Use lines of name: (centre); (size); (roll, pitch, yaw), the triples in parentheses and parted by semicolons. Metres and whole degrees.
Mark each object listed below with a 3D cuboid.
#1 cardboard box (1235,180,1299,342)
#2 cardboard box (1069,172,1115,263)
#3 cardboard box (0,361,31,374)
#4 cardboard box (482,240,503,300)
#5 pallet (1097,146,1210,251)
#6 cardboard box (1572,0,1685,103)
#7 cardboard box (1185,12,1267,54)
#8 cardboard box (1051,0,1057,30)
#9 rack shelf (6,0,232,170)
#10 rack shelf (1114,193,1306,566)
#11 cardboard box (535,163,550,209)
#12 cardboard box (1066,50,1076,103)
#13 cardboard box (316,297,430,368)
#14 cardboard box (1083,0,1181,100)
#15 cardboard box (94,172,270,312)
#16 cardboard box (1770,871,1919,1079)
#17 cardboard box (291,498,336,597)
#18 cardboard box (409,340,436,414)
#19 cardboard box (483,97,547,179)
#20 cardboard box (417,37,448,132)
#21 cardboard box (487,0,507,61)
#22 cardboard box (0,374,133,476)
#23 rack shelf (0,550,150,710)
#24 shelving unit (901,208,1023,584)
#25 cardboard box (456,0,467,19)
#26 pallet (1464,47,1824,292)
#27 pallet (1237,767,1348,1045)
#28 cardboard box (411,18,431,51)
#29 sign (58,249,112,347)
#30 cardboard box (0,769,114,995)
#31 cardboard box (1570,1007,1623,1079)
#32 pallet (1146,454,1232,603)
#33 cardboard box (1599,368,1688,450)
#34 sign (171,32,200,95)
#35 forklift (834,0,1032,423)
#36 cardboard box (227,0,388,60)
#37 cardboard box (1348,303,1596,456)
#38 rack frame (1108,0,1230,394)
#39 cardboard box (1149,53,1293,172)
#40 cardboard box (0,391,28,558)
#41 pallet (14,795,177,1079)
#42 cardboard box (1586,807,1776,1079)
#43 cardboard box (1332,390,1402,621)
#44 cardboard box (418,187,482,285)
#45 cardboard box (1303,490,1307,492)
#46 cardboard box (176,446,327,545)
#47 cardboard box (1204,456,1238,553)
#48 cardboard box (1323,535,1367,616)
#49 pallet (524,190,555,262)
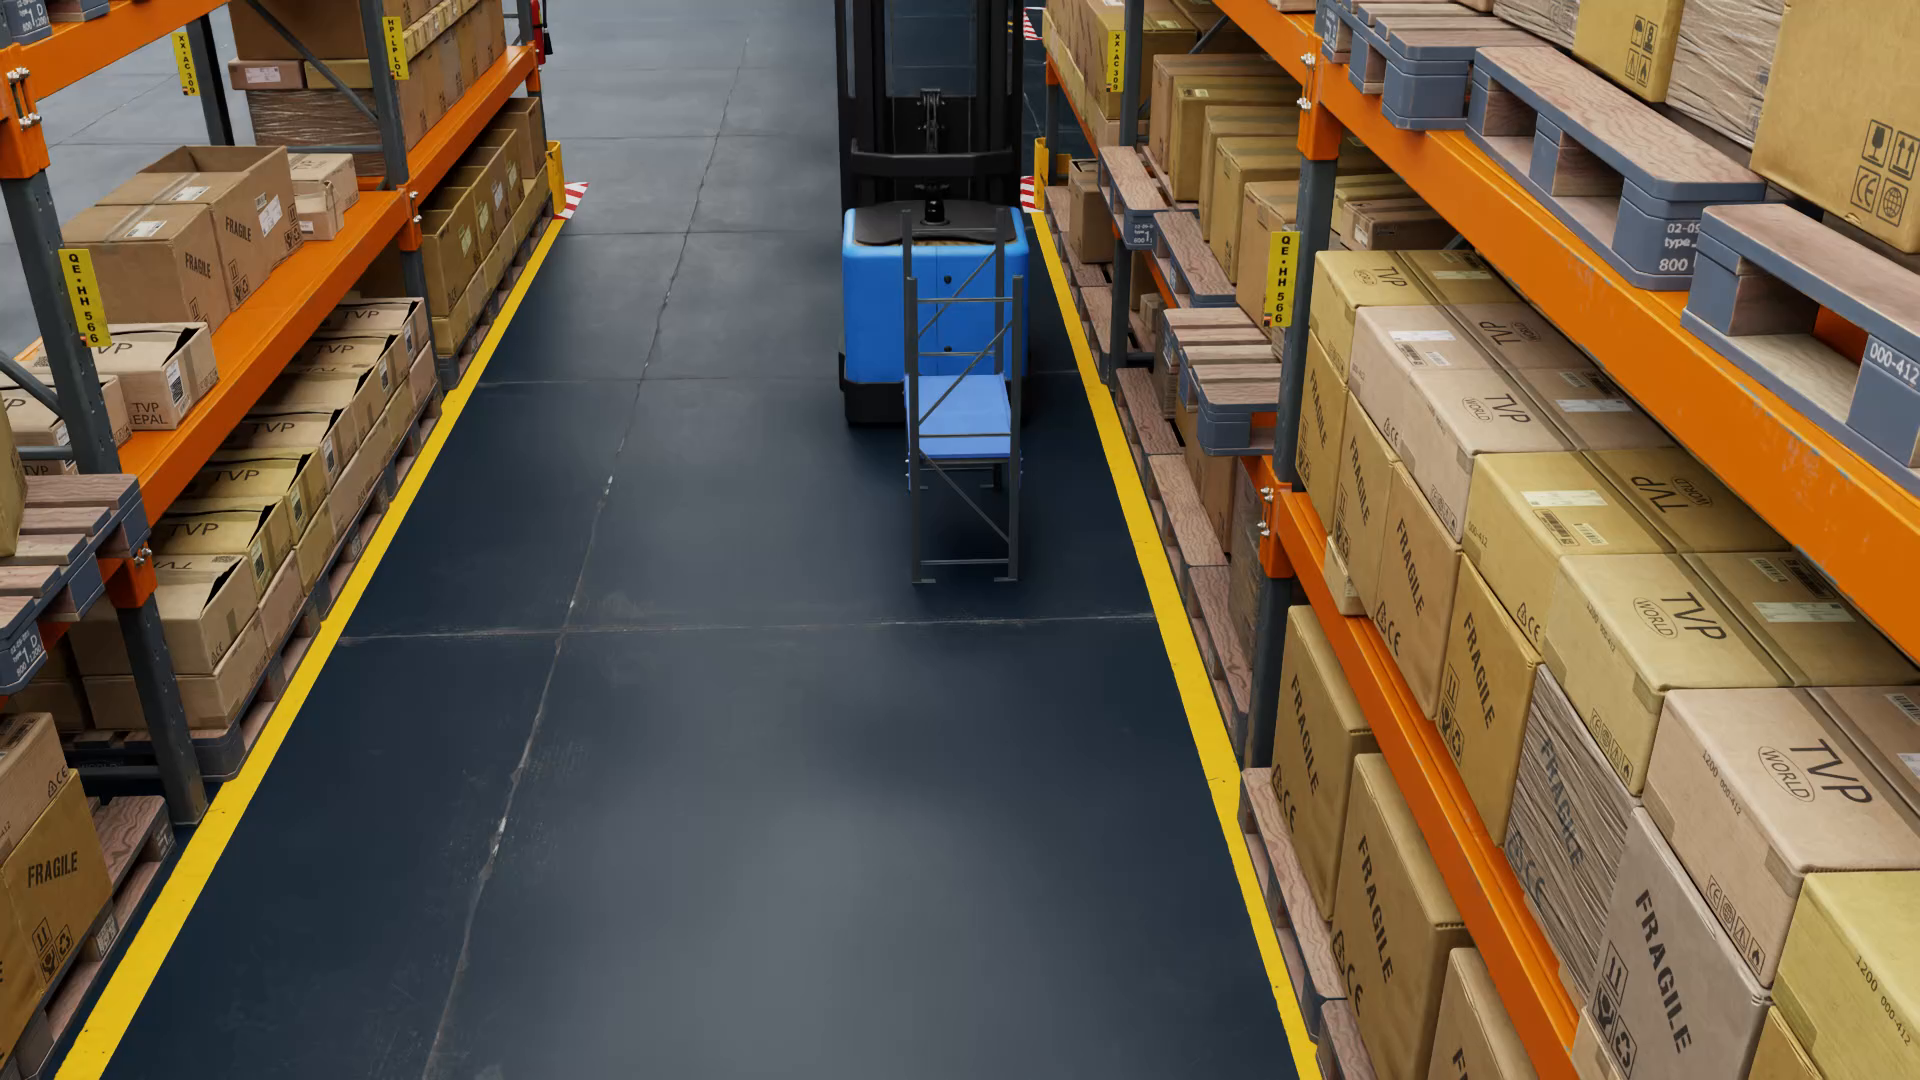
cardboard box: (1.514, -1.111, 6.553); (0.700, 0.500, 0.500); (-4, 28, -7)
cardboard box: (1.151, -2.254, 11.554); (0.700, 0.500, 0.500); (-3, 28, -6)
cardboard box: (-3.665, -0.573, 6.377); (0.380, 0.149, 0.250); (-1, 28, -3)
cardboard box: (-3.314, -1.774, 10.927); (0.500, 0.250, 0.500); (-1, 28, -3)
pallet: (1.290, -1.803, 8.671); (1.003, 0.211, 1.213); (-1, 28, -3)
cardboard box: (1.783, -1.245, 3.566); (0.700, 0.500, 0.500); (0, 28, 0)
cardboard box: (1.580, -2.741, 9.592); (0.500, 0.500, 0.500); (-2, 28, -4)
cardboard box: (0.927, -3.910, 11.834); (0.500, 0.500, 0.500); (-1, 28, -2)
rack shelf: (-3.447, -2.211, 6.779); (1.077, 0.370, 4.000); (-1, 28, -3)
rack shelf: (1.500, -1.002, 7.705); (1.077, 0.370, 4.000); (-1, 28, -3)
cardboard box: (-3.437, -2.697, 12.697); (0.500, 0.250, 0.500); (-1, 28, -3)
cardboard box: (0.981, -3.093, 11.077); (0.500, 0.250, 0.500); (-1, 28, -2)
cardboard box: (-3.244, -1.159, 9.141); (0.500, 0.311, 0.500); (-1, 28, -3)
cardboard box: (1.030, -2.961, 10.012); (0.500, 0.500, 0.500); (-2, 28, -3)
cardboard box: (-3.474, -1.338, 7.463); (0.500, 0.500, 0.500); (-1, 28, -3)
cardboard box: (1.534, 0.723, 2.358); (0.500, 0.250, 0.500); (-1, 28, -1)
cardboard box: (-3.137, 0.036, 7.457); (0.500, 0.250, 0.500); (-2, 28, -4)
cardboard box: (-3.240, -0.906, 9.262); (0.500, 0.250, 0.500); (-2, 28, -3)
cardboard box: (-3.435, -3.030, 12.523); (0.500, 0.500, 0.500); (-1, 28, -3)
cardboard box: (-3.637, -2.848, 10.358); (0.700, 0.500, 0.500); (-1, 28, -2)
cardboard box: (-3.748, -3.799, 12.182); (0.700, 0.500, 0.500); (-1, 28, -3)
cardboard box: (-3.318, -0.405, 5.880); (0.500, 0.311, 0.500); (0, 28, 1)
rack shelf: (-3.238, 0.967, 3.931); (1.077, 0.370, 4.000); (-1, 28, -3)
shelving unit: (-0.004, -0.704, 7.979); (0.538, 1.500, 1.048); (-1, 28, -3)
cardboard box: (-3.481, -3.533, 10.970); (0.380, 0.149, 0.250); (-1, 28, -1)
pallet: (1.753, -0.831, 3.560); (1.003, 0.211, 1.213); (0, 28, 0)
pallet: (1.570, 1.205, 5.711); (1.003, 0.211, 1.213); (-1, 28, -3)
cardboard box: (-3.426, -3.056, 10.055); (0.380, 0.149, 0.250); (-2, 28, -4)
sign: (-2.801, -0.772, 5.319); (0.100, 0.325, 0.005); (-1, 28, -3)
cardboard box: (-3.059, 1.064, 5.194); (0.500, 0.500, 0.500); (0, 28, -1)
cardboard box: (1.435, 1.046, 3.251); (0.380, 0.149, 0.250); (-1, 28, -3)
pallet: (1.505, -0.084, 8.183); (1.003, 0.211, 1.213); (-1, 28, -3)
cardboard box: (1.934, -0.235, 4.195); (0.500, 0.250, 0.500); (-2, 28, -4)
sign: (-4.105, -2.528, 8.832); (0.100, 0.325, 0.005); (-1, 28, -3)
forklift: (-0.187, -2.603, 10.071); (1.130, 2.935, 3.031); (-1, 28, -2)
cardboard box: (-3.580, -2.948, 9.147); (0.700, 0.500, 0.500); (-1, 28, -2)
cardboard box: (1.400, -0.451, 4.608); (0.500, 0.250, 0.500); (-2, 28, -3)
rack frame: (1.396, -2.245, 9.310); (1.000, 3.000, 0.127); (-1, 28, -3)
cardboard box: (1.388, -2.248, 8.733); (0.700, 0.500, 0.500); (-1, 28, -2)
cardboard box: (-3.197, -0.218, 4.863); (0.700, 0.500, 0.500); (-11, 29, -20)
pallet: (-3.341, 1.306, 5.517); (1.003, 0.211, 1.213); (-1, 28, -3)
cardboard box: (1.501, 0.822, 2.978); (0.500, 0.500, 0.500); (-1, 28, -2)
cardboard box: (1.392, -0.110, 4.765); (0.500, 0.500, 0.500); (0, 28, -1)
cardboard box: (-3.297, -1.875, 10.310); (0.500, 0.500, 0.500); (-1, 28, -3)
cardboard box: (1.548, -0.413, 7.214); (0.500, 0.250, 0.500); (-1, 28, -2)
cardboard box: (-3.136, -0.219, 7.338); (0.500, 0.311, 0.500); (-2, 28, -4)
cardboard box: (1.550, -0.285, 7.780); (0.700, 0.500, 0.500); (-2, 28, -3)
cardboard box: (1.324, 0.104, 5.057); (0.380, 0.149, 0.250); (-1, 28, -1)
pallet: (-3.678, -2.382, 12.589); (1.003, 0.211, 1.213); (-1, 28, -3)
